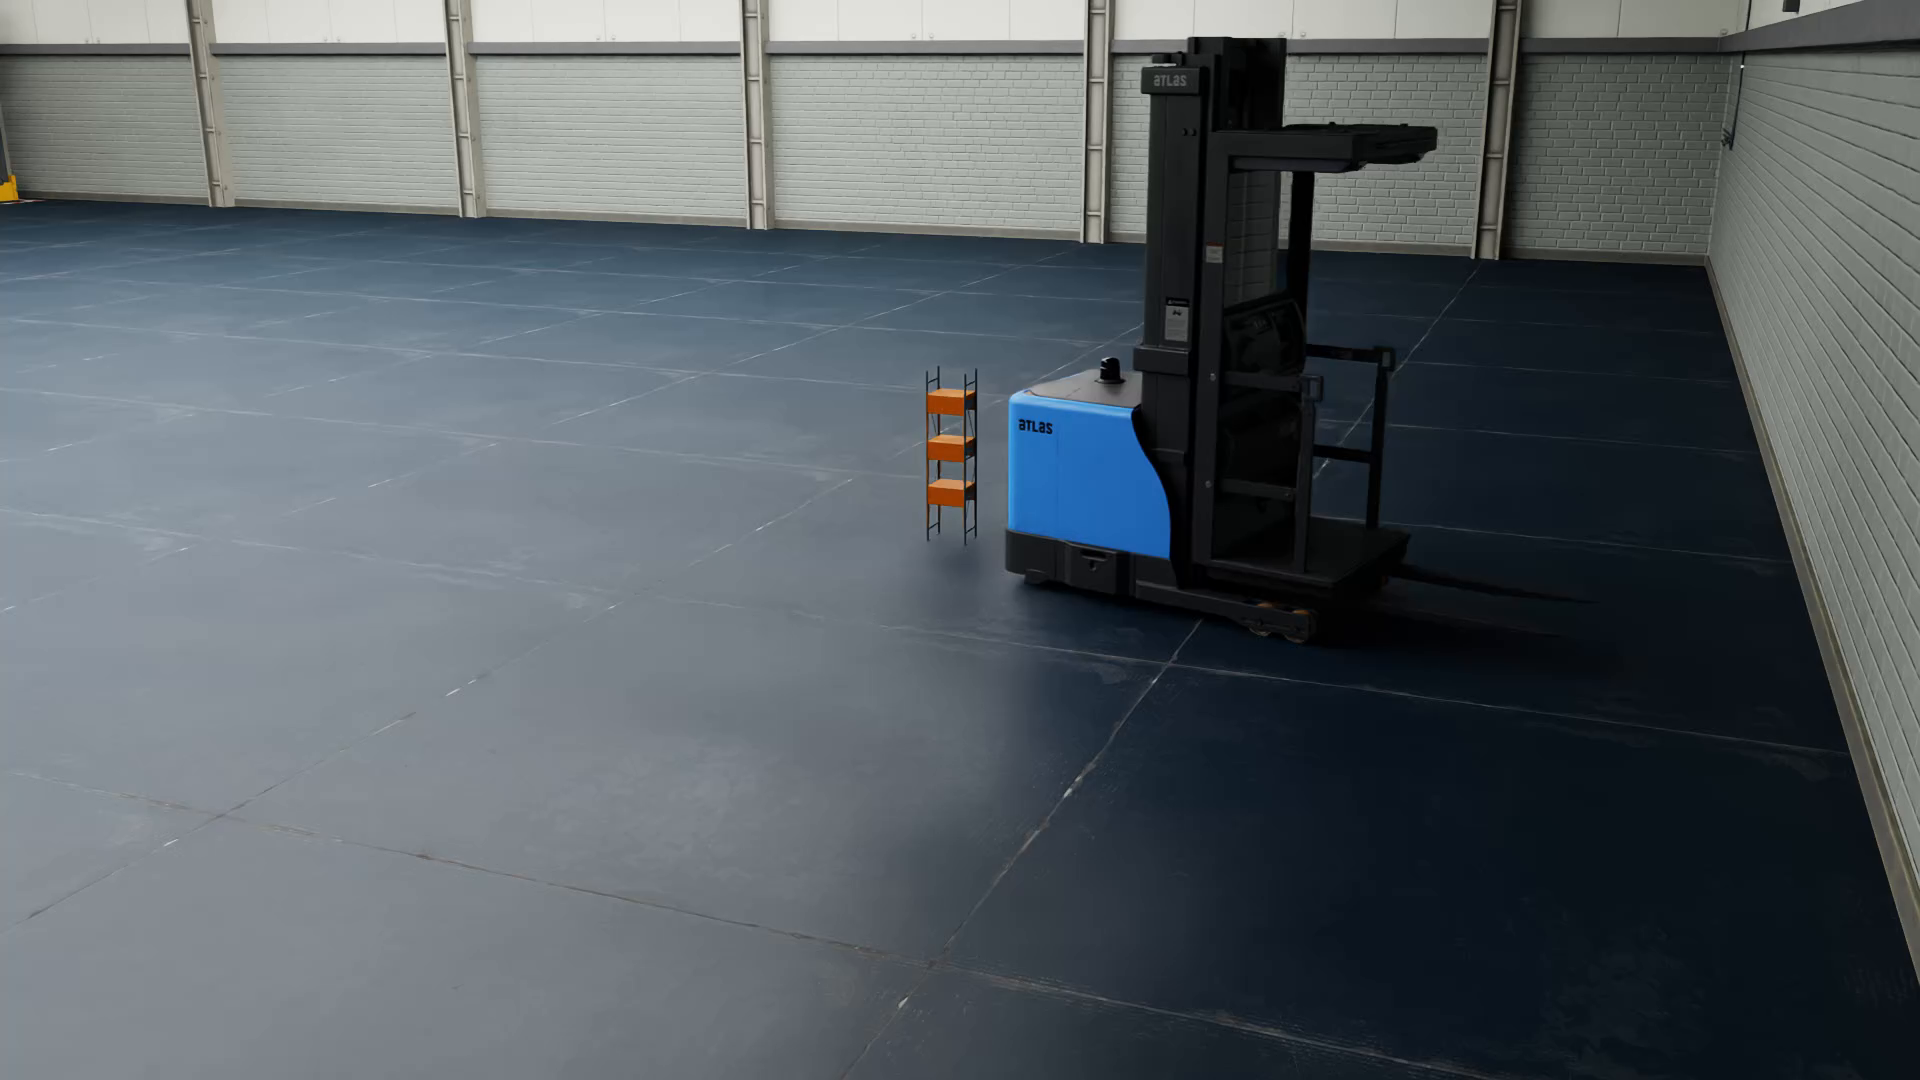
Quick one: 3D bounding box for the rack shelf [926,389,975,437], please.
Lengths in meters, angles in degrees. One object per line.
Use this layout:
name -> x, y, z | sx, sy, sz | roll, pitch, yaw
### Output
rack shelf -> -0.050, -0.772, 9.970 | 0.240, 0.259, 0.215 | 6, 17, 21

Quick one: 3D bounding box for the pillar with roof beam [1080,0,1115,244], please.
pillar with roof beam -> 0.572, -7.967, 21.475 | 0.400, 9.000, 9.100 | 6, 17, 21

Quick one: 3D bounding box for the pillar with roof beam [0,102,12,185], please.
pillar with roof beam -> -21.754, -10.422, 29.932 | 0.400, 9.000, 9.100 | 6, 17, 21

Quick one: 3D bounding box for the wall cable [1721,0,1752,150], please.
wall cable -> 9.988, -6.334, 21.420 | 0.112, 2.526, 3.097 | 6, 17, 21

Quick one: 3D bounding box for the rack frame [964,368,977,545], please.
rack frame -> 0.064, -0.497, 10.003 | 0.008, 1.050, 0.200 | 6, 17, 21

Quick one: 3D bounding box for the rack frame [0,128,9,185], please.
rack frame -> -19.858, -8.352, 33.564 | 0.127, 3.000, 1.000 | 6, 17, 21

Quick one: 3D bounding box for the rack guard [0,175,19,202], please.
rack guard -> -19.835, -7.149, 33.904 | 0.348, 0.500, 1.175 | 6, 17, 21

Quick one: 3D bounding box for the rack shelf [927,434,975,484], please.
rack shelf -> -0.050, -0.499, 10.049 | 0.240, 0.259, 0.215 | 6, 17, 21

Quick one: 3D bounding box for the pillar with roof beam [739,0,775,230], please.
pillar with roof beam -> -5.010, -8.581, 23.589 | 0.400, 9.000, 9.100 | 6, 17, 21

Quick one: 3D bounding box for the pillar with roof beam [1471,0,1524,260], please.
pillar with roof beam -> 6.153, -7.353, 19.361 | 0.400, 9.000, 9.100 | 6, 17, 21

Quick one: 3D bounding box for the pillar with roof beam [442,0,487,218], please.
pillar with roof beam -> -10.591, -9.194, 25.704 | 0.400, 9.000, 9.100 | 6, 17, 21

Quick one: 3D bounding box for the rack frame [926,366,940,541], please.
rack frame -> -0.163, -0.522, 10.089 | 0.008, 1.050, 0.200 | 6, 17, 21

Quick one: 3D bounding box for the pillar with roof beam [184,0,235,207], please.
pillar with roof beam -> -16.173, -9.808, 27.818 | 0.400, 9.000, 9.100 | 6, 17, 21

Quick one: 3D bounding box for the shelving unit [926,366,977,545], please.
shelving unit -> -0.050, -0.510, 10.046 | 0.252, 1.050, 0.215 | 6, 17, 21

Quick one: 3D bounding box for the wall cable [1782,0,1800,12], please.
wall cable -> 6.490, -6.998, 12.038 | 0.169, 6.003, 2.305 | 6, 17, 21

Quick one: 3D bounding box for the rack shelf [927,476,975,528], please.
rack shelf -> -0.050, -0.233, 10.127 | 0.240, 0.259, 0.215 | 6, 17, 21

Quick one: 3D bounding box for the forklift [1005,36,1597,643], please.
forklift -> 1.759, -1.056, 8.555 | 3.031, 2.935, 1.130 | 11, 19, 33
